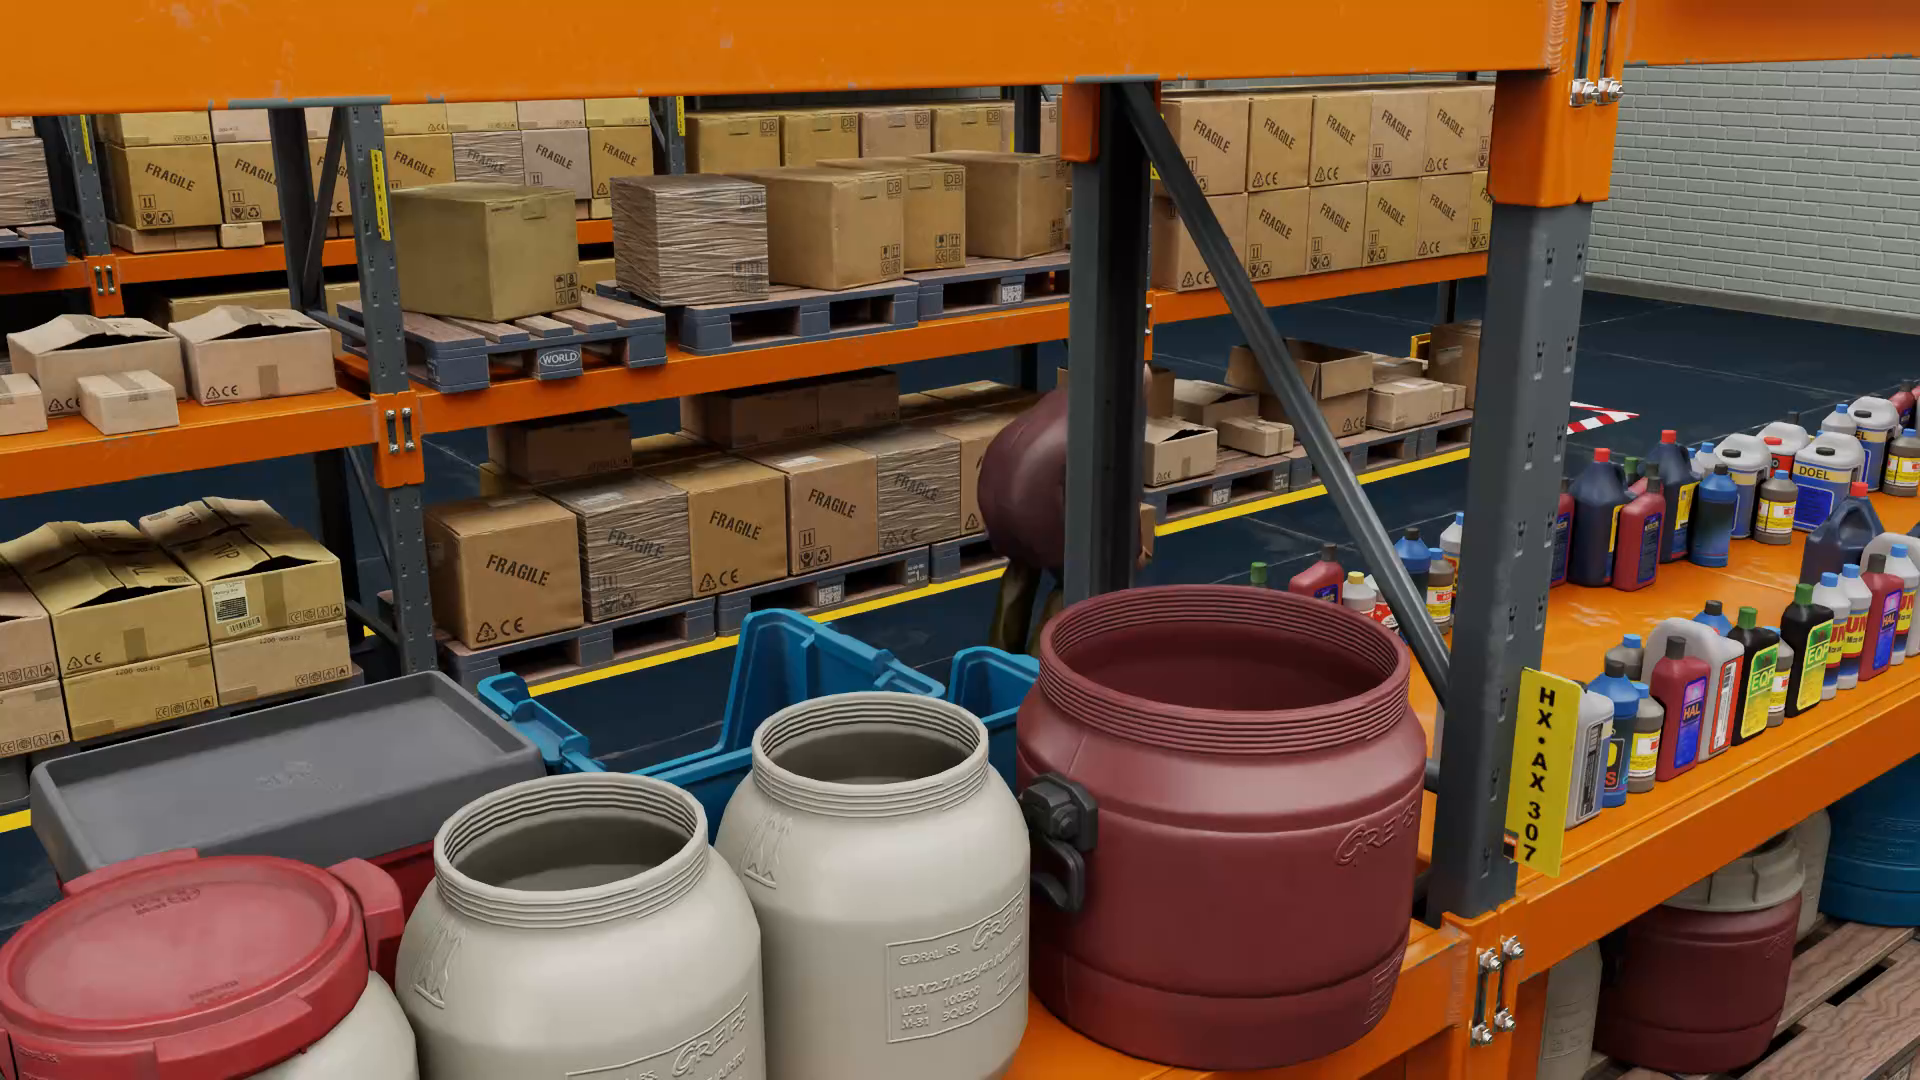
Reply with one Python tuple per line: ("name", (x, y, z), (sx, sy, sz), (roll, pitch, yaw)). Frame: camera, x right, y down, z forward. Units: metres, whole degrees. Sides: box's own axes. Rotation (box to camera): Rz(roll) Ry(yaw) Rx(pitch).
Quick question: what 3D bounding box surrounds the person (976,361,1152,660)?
("person", (0.470, -0.052, 7.003), (0.890, 1.323, 0.565), (-14, 22, -38))
